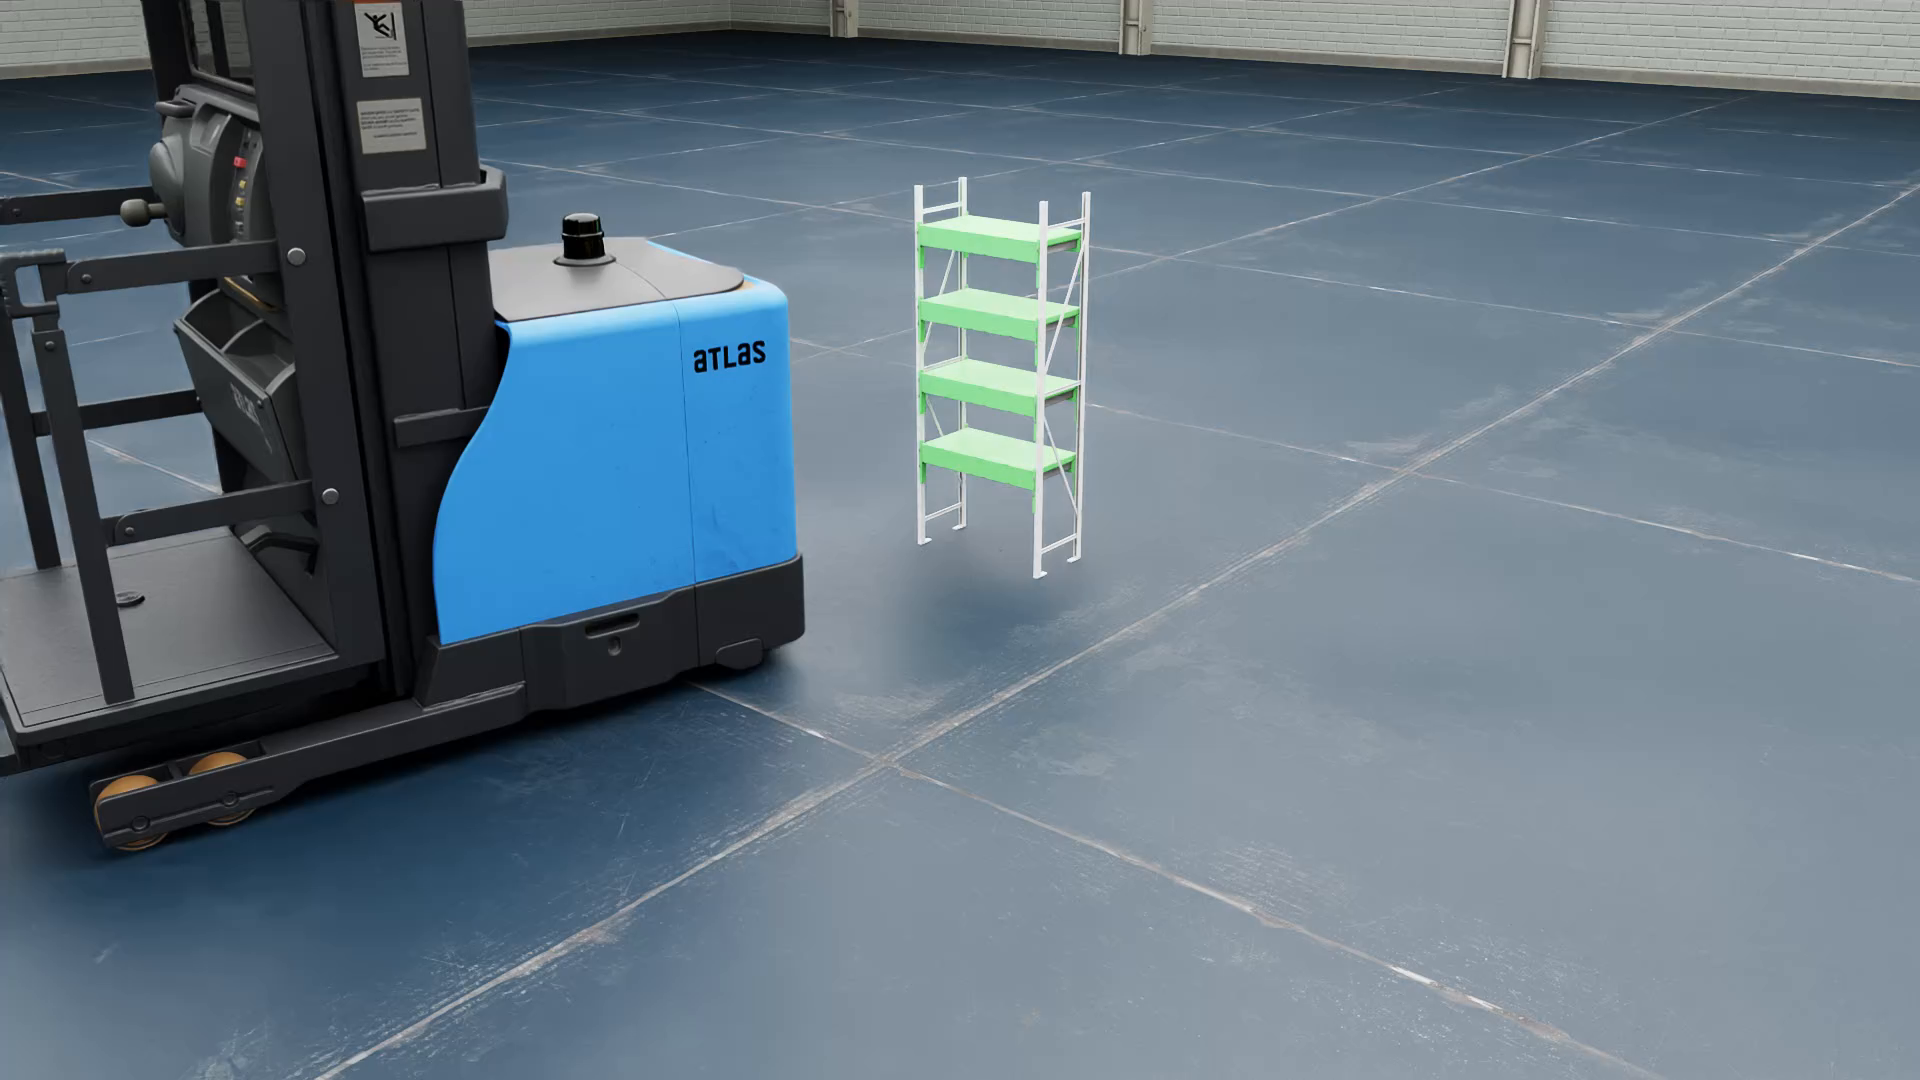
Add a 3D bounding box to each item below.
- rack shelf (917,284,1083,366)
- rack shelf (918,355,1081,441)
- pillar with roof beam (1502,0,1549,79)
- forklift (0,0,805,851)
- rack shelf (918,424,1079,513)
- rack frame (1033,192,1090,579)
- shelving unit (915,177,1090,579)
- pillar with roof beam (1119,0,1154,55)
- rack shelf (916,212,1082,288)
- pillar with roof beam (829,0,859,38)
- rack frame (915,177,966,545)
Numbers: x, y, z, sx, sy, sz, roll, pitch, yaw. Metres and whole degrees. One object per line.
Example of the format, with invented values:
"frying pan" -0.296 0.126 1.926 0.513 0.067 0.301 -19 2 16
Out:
"rack shelf" 0.128 -0.689 5.296 0.480 0.148 0.258 16 26 36
"rack shelf" 0.128 -0.465 5.381 0.480 0.148 0.258 16 26 36
"pillar with roof beam" 4.578 -9.057 16.931 0.400 9.000 9.100 16 26 36
"forklift" -1.942 -0.875 3.835 3.031 2.935 1.130 -14 25 -33
"rack shelf" 0.128 -0.240 5.466 0.480 0.148 0.258 16 26 36
"rack frame" 0.317 -0.470 5.214 0.015 1.200 0.240 16 26 36
"shelving unit" 0.128 -0.524 5.359 0.503 1.200 0.258 16 26 36
"pillar with roof beam" -0.070 -10.395 20.481 0.400 9.000 9.100 16 26 36
"rack shelf" 0.128 -0.914 5.212 0.480 0.148 0.258 16 26 36
"pillar with roof beam" -4.719 -11.734 24.031 0.400 9.000 9.100 16 26 36
"rack frame" -0.061 -0.579 5.503 0.015 1.200 0.240 16 26 36
